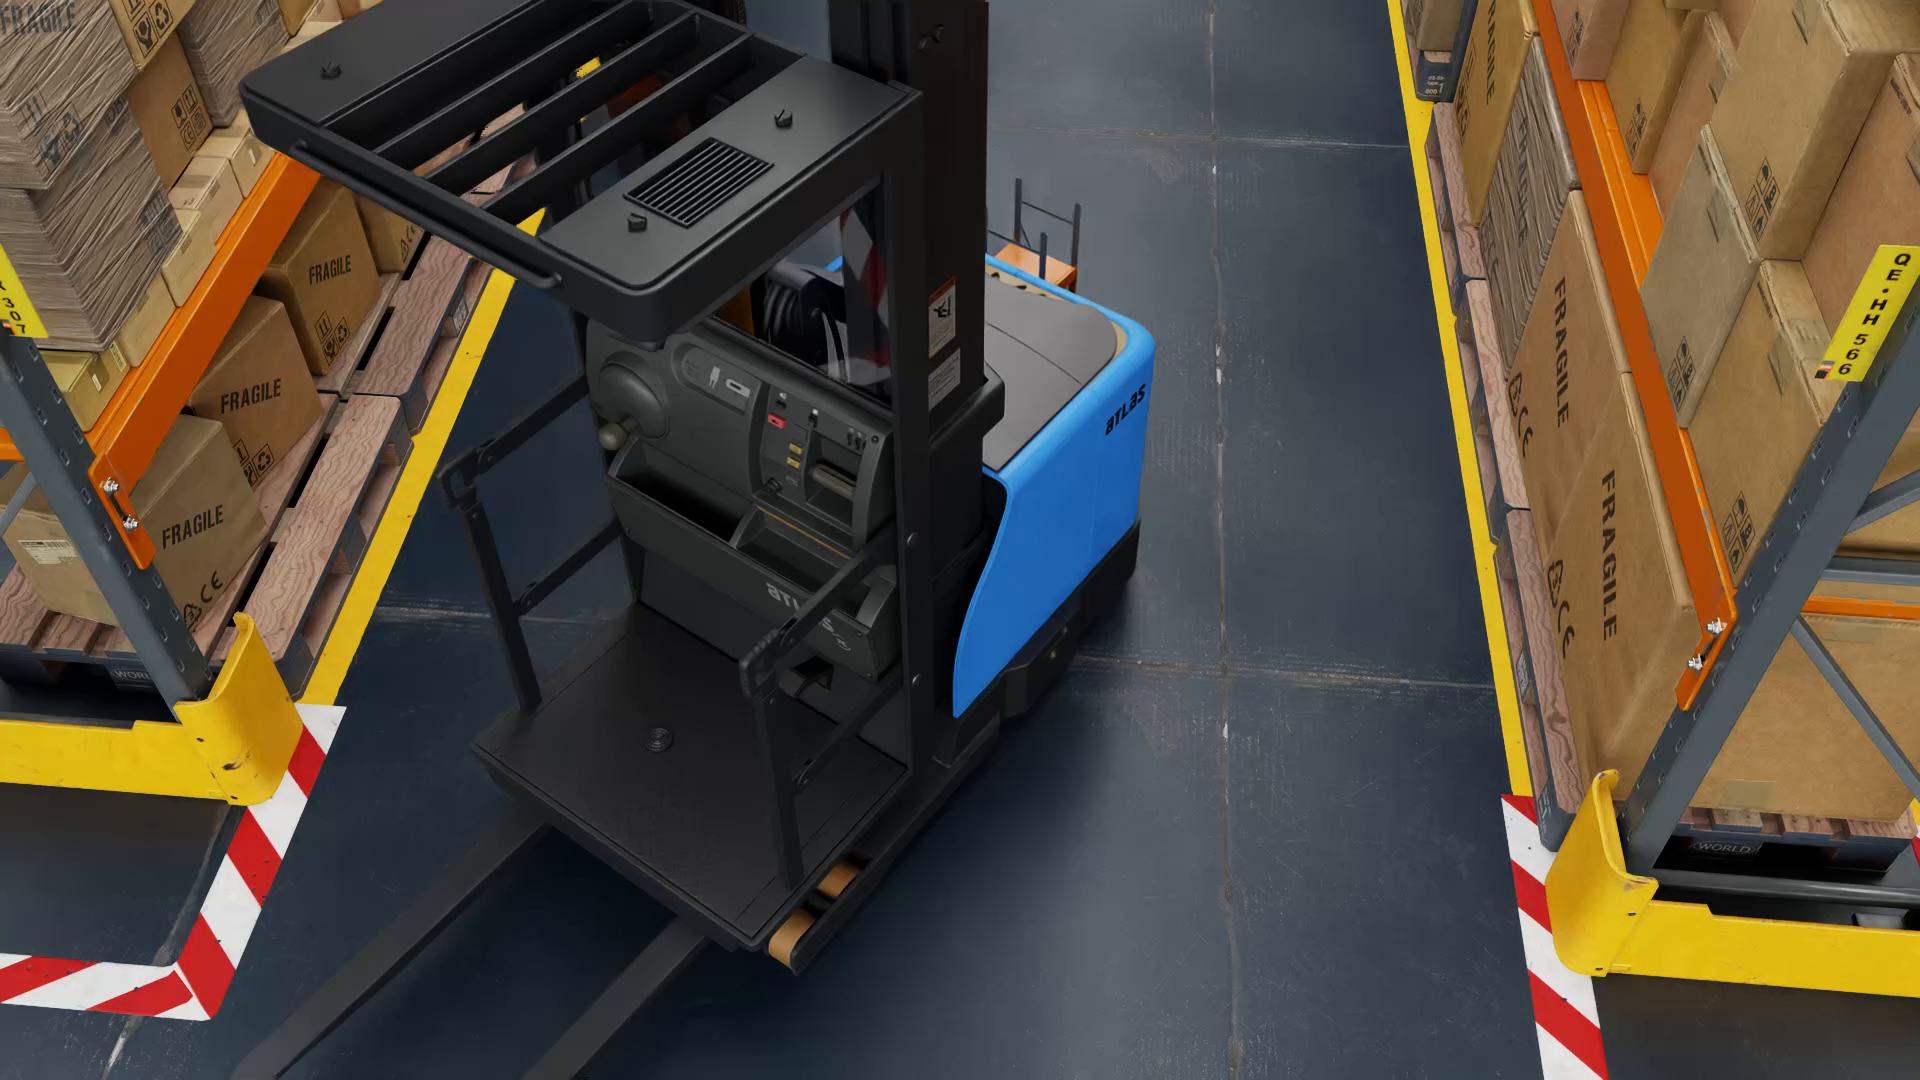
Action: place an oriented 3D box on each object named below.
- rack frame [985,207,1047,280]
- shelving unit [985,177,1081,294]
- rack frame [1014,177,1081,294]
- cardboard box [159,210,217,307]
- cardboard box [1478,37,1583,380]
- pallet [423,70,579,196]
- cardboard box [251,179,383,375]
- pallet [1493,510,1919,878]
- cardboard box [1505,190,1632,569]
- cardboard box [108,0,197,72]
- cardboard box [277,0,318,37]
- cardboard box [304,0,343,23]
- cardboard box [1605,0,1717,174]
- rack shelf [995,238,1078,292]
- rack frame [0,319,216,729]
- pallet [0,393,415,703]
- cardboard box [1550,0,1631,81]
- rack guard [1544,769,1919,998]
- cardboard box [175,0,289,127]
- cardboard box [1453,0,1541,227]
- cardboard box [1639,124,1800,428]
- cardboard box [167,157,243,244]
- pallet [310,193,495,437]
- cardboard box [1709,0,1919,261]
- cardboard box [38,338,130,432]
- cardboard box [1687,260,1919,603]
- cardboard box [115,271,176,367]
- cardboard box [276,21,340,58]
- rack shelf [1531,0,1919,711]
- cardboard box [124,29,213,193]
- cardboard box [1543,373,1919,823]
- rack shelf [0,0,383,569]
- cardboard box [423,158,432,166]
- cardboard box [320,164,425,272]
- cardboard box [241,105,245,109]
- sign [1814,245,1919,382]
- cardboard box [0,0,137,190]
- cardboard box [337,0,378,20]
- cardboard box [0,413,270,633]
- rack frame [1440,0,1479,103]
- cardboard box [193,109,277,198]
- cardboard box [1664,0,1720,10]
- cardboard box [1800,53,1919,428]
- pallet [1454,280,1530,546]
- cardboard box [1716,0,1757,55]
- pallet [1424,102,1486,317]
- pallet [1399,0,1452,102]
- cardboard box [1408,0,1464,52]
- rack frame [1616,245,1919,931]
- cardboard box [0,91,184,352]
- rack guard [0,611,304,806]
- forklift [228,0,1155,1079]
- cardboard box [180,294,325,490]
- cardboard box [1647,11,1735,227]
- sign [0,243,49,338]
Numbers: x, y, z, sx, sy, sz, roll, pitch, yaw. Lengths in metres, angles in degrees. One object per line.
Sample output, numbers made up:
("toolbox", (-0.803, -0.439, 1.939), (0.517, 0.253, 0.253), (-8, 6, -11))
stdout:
("rack frame", (0.162, -0.559, 5.448), (0.240, 1.200, 0.006), (28, 54, 24))
("shelving unit", (0.217, -0.613, 5.498), (0.258, 1.200, 0.189), (28, 54, 24))
("rack frame", (0.271, -0.668, 5.547), (0.240, 1.200, 0.006), (28, 54, 24))
("cardboard box", (-2.313, -0.791, 4.611), (0.380, 0.149, 0.250), (4, 48, 4))
("cardboard box", (2.434, -1.153, 5.927), (0.875, 0.875, 0.875), (4, 48, 4))
("pallet", (-2.317, -1.819, 7.271), (1.003, 0.211, 1.213), (4, 48, 4))
("cardboard box", (-2.486, -0.973, 6.017), (0.500, 0.500, 0.500), (8, 48, 7))
("pallet", (2.269, 0.439, 5.205), (1.003, 0.211, 1.213), (4, 48, 4))
("cardboard box", (2.348, -0.483, 5.314), (0.875, 0.875, 0.875), (3, 48, 3))
("cardboard box", (-2.282, -1.541, 4.180), (0.500, 0.500, 0.500), (4, 48, 4))
("cardboard box", (-2.506, -1.960, 5.240), (0.875, 0.500, 0.500), (4, 48, 4))
("cardboard box", (-2.268, -1.714, 5.455), (0.380, 0.149, 0.250), (4, 48, 4))
("cardboard box", (2.475, -1.436, 4.929), (0.875, 0.550, 0.500), (4, 48, 4))
("rack shelf", (0.217, -0.826, 5.265), (0.258, 0.103, 0.180), (28, 54, 24))
("rack frame", (-2.656, -0.317, 4.007), (1.000, 3.000, 0.127), (4, 48, 4))
("pallet", (-2.540, -0.026, 5.631), (1.003, 0.211, 1.213), (4, 48, 4))
("cardboard box", (2.423, -1.832, 5.292), (0.875, 0.550, 0.550), (4, 48, 4))
("rack guard", (2.272, 0.952, 4.540), (1.175, 0.500, 0.348), (4, 48, 4))
("cardboard box", (-2.564, -1.593, 4.905), (0.875, 0.500, 0.500), (4, 48, 4))
("cardboard box", (2.512, -1.816, 6.533), (0.875, 0.875, 0.875), (5, 48, 4))
("cardboard box", (2.291, -0.641, 4.202), (0.875, 0.550, 0.550), (4, 48, 4))
("cardboard box", (-2.311, -0.976, 4.780), (0.380, 0.149, 0.250), (4, 48, 4))
("pallet", (-2.426, -0.920, 6.449), (1.003, 0.211, 1.213), (4, 48, 4))
("cardboard box", (2.305, -1.005, 3.803), (0.875, 0.550, 0.550), (4, 48, 4))
("cardboard box", (-2.392, -0.425, 4.277), (0.380, 0.149, 0.250), (4, 48, 4))
("cardboard box", (2.263, -0.235, 3.831), (0.875, 0.550, 0.550), (4, 48, 4))
("cardboard box", (-2.350, -0.608, 4.443), (0.380, 0.149, 0.250), (4, 48, 4))
("cardboard box", (-2.159, -1.521, 5.279), (0.380, 0.149, 0.250), (4, 48, 4))
("rack shelf", (2.457, -1.136, 5.244), (1.077, 0.370, 4.000), (4, 48, 4))
("cardboard box", (-2.652, -1.229, 4.572), (0.875, 0.500, 0.500), (4, 48, 4))
("cardboard box", (2.270, 0.164, 4.723), (0.875, 0.875, 0.875), (4, 48, 4))
("rack shelf", (-2.474, -1.544, 5.617), (1.077, 0.370, 4.000), (4, 48, 4))
("cardboard box", (-2.412, -1.842, 6.811), (0.500, 0.500, 0.500), (18, 50, 16))
("cardboard box", (-2.391, -1.380, 6.389), (0.500, 0.500, 0.500), (0, 48, 0))
("cardboard box", (-2.285, -1.344, 5.117), (0.380, 0.149, 0.250), (4, 48, 4))
("sign", (1.735, -0.426, 3.162), (0.100, 0.325, 0.005), (4, 48, 4))
("cardboard box", (-2.334, -1.174, 3.844), (0.500, 0.500, 0.500), (4, 48, 4))
("cardboard box", (-2.169, -1.892, 5.618), (0.380, 0.149, 0.250), (4, 48, 4))
("cardboard box", (-2.582, -0.073, 5.193), (0.500, 0.500, 0.500), (12, 49, 11))
("rack frame", (2.639, -2.848, 6.322), (1.000, 3.000, 0.127), (4, 48, 4))
("cardboard box", (-2.281, -1.159, 4.947), (0.380, 0.149, 0.250), (4, 48, 4))
("cardboard box", (2.410, -1.805, 4.535), (0.875, 0.550, 0.500), (4, 48, 4))
("cardboard box", (2.347, -0.594, 3.427), (0.875, 0.550, 0.550), (4, 48, 4))
("pallet", (2.383, -0.455, 6.023), (1.003, 0.211, 1.213), (4, 48, 4))
("cardboard box", (2.491, -1.407, 4.171), (0.875, 0.550, 0.550), (4, 48, 4))
("pallet", (2.492, -1.354, 6.845), (1.003, 0.211, 1.213), (4, 48, 4))
("pallet", (2.634, -2.479, 7.875), (1.003, 0.211, 1.213), (4, 48, 4))
("cardboard box", (2.606, -2.693, 7.420), (1.050, 0.750, 0.750), (4, 48, 3))
("rack frame", (2.274, 0.091, 3.634), (1.000, 3.000, 0.127), (4, 48, 4))
("cardboard box", (-2.578, -0.853, 4.228), (0.875, 0.500, 0.500), (4, 48, 4))
("rack guard", (-2.649, 0.471, 4.980), (1.175, 0.500, 0.348), (4, 48, 4))
("forklift", (-0.688, -0.212, 3.957), (1.130, 2.935, 3.031), (28, 54, 24))
("cardboard box", (-2.562, -0.514, 5.597), (0.500, 0.500, 0.500), (15, 49, 14))
("cardboard box", (2.468, -1.044, 4.570), (0.875, 0.550, 0.550), (4, 48, 4))
("sign", (-2.115, -0.573, 3.654), (0.100, 0.325, 0.005), (4, 48, 4))
